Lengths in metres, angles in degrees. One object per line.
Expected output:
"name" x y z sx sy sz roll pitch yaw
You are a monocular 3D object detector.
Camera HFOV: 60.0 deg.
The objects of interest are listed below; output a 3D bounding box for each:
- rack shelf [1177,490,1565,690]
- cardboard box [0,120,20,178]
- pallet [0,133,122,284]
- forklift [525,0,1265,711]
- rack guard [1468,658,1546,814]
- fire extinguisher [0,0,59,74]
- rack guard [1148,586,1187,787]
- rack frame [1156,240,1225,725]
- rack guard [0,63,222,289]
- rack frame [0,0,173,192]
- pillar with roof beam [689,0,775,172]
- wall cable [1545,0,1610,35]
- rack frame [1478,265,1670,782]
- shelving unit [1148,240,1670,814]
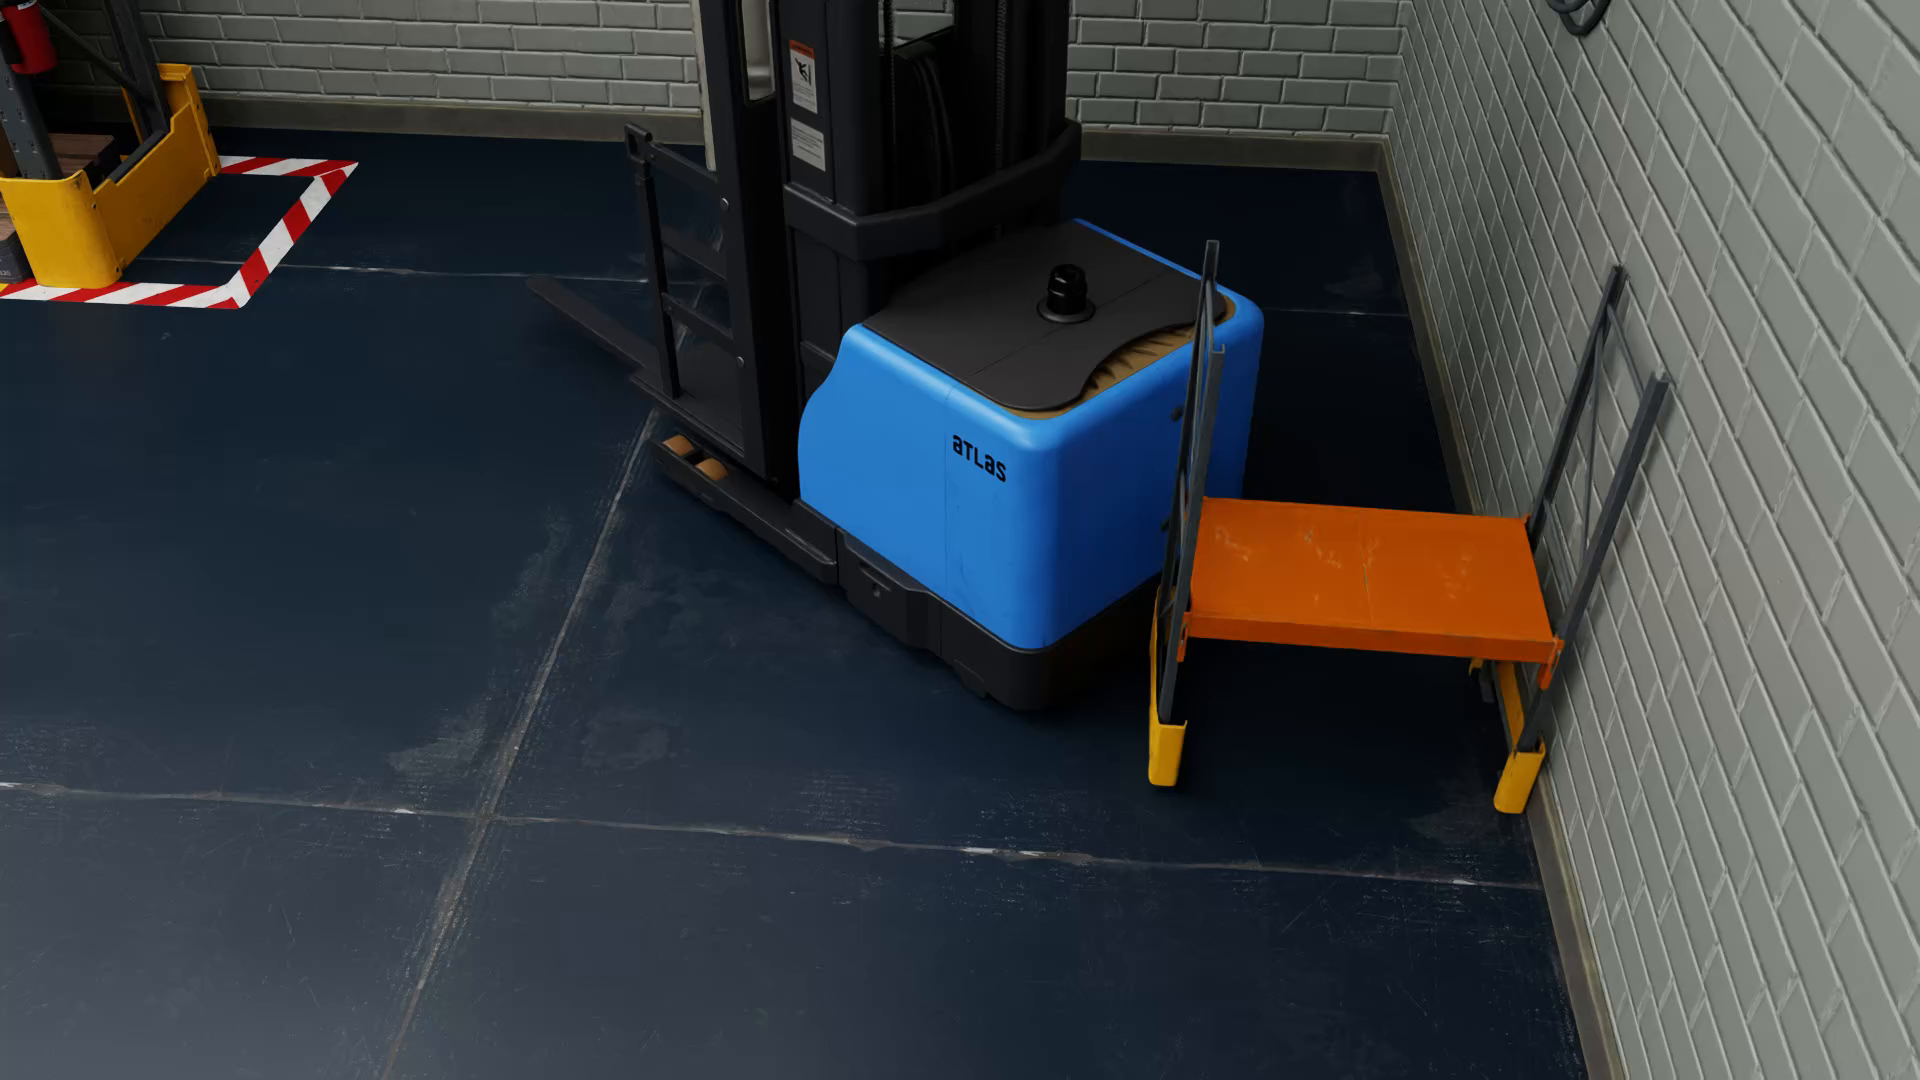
"rack shelf" 1.114 0.130 4.649 1.000 0.185 0.538 4 42 3
"cardboard box" -4.462 -1.772 7.198 0.500 0.500 0.700 3 39 4
"pallet" -4.559 -1.516 7.446 1.213 0.211 1.003 3 39 4
"forklift" -0.461 -1.458 5.219 1.130 2.935 3.031 -31 48 -32
"rack guard" 1.611 0.499 4.918 0.087 0.250 0.587 4 42 3
"fire extinguisher" -3.646 -2.130 6.348 0.183 0.674 0.296 3 39 4
"rack guard" 0.619 0.428 4.972 0.087 0.250 0.587 4 42 3
"rack frame" 0.611 -0.040 4.557 0.032 1.500 0.500 4 42 3
"rack guard" -3.732 -1.633 7.360 0.348 0.500 1.175 3 39 4
"rack frame" -3.756 -2.603 6.572 0.127 3.000 1.000 3 39 4
"pillar with roof beam" -1.363 -2.619 1.840 0.400 9.000 9.100 3 39 4
"wall cable" 1.848 -3.193 5.004 0.112 2.526 3.097 3 39 4
"rack frame" 1.624 0.032 4.502 0.032 1.500 0.500 4 42 3
"shelving unit" 1.126 -0.003 4.529 1.083 1.500 0.587 4 42 3
